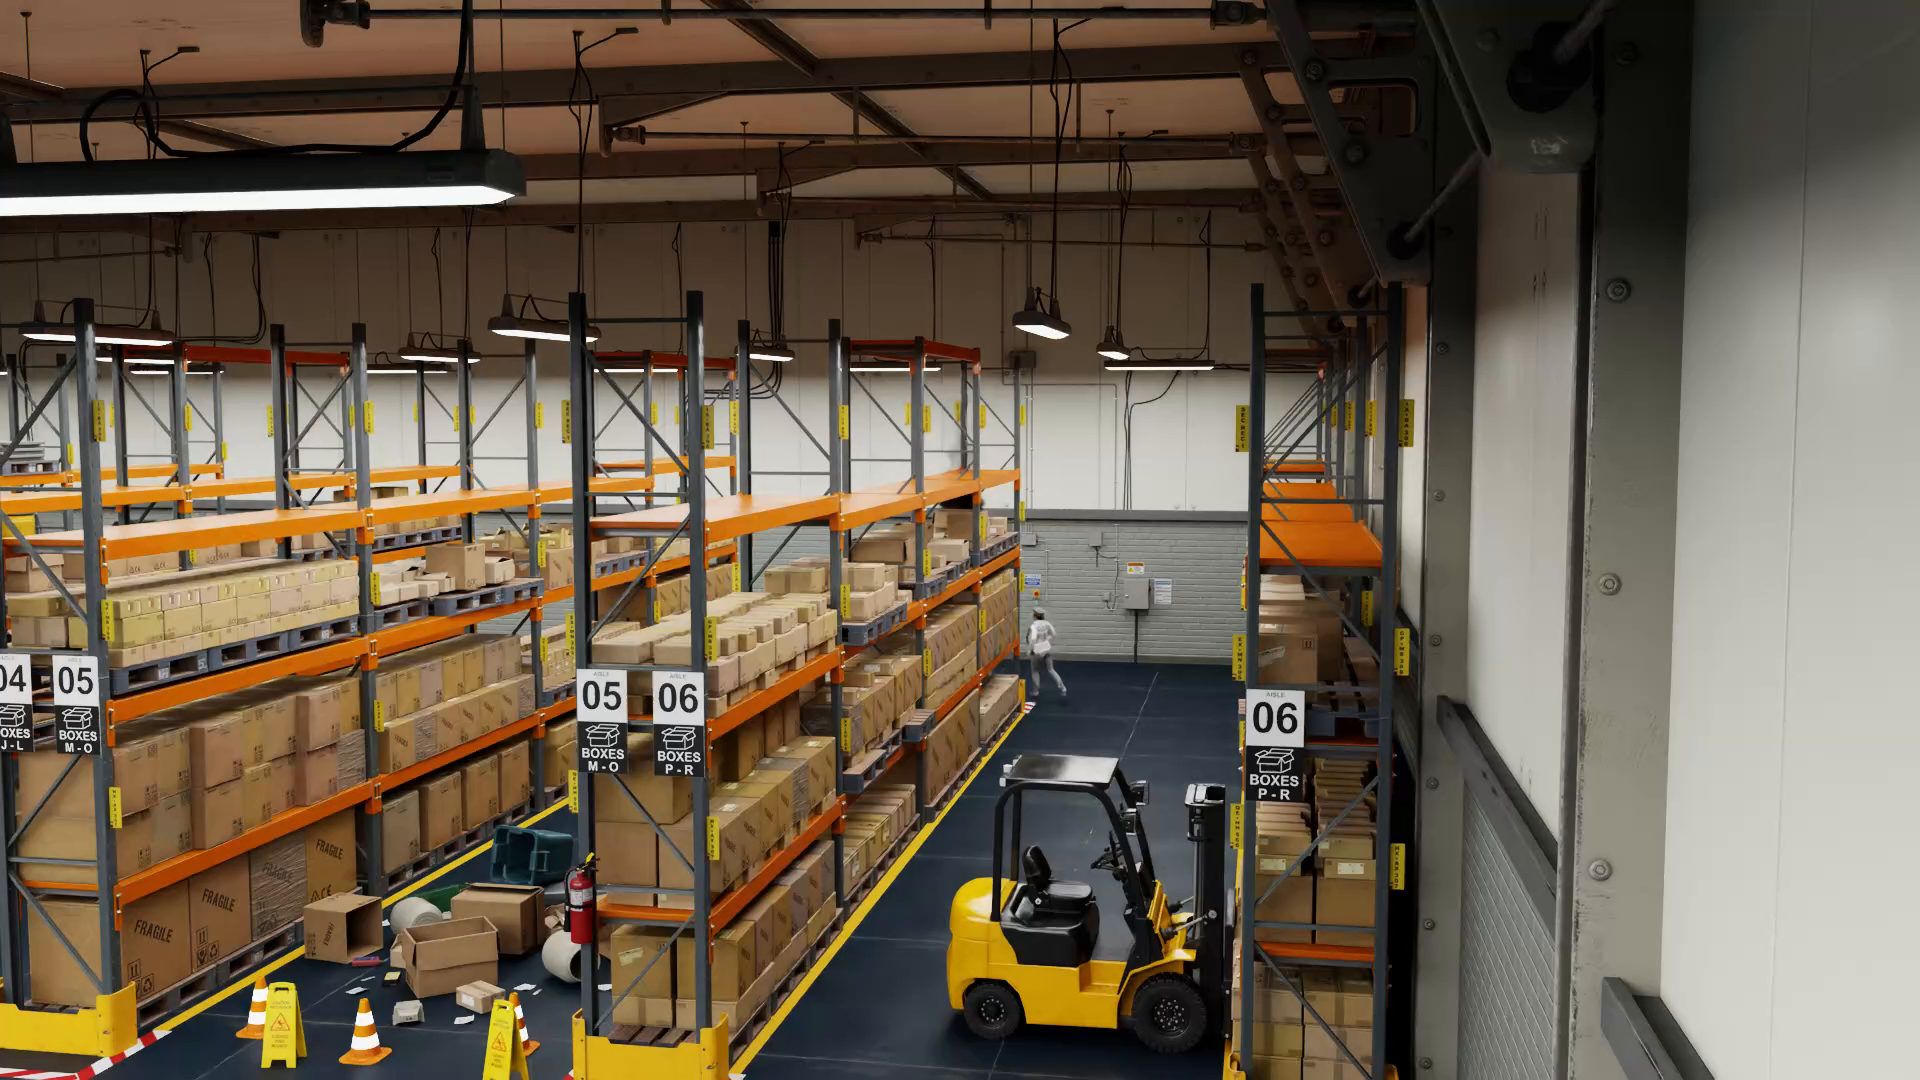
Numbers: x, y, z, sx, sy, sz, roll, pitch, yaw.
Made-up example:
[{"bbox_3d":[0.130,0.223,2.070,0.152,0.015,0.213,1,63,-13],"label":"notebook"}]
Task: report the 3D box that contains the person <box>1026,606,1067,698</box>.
[{"bbox_3d":[1.383,1.976,29.158,0.676,1.673,0.882,-3,6,-33],"label":"person"}]
